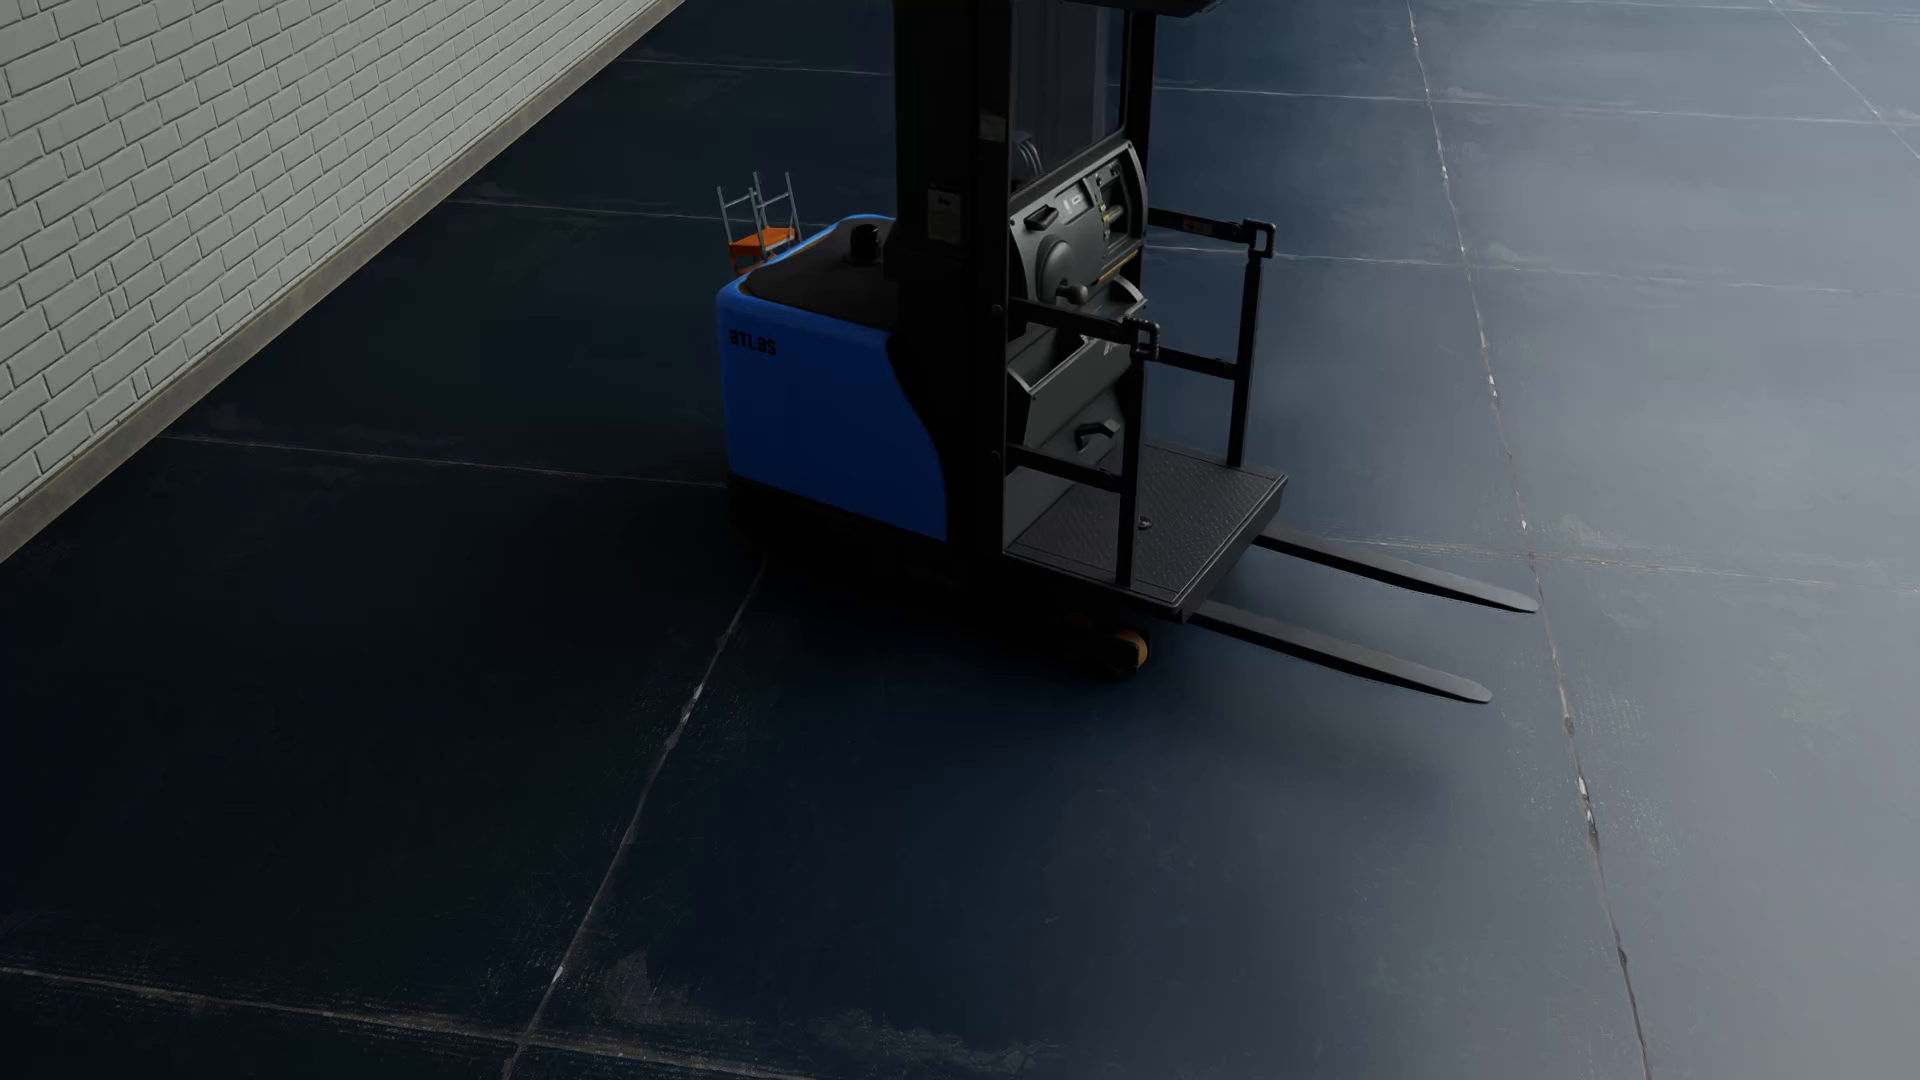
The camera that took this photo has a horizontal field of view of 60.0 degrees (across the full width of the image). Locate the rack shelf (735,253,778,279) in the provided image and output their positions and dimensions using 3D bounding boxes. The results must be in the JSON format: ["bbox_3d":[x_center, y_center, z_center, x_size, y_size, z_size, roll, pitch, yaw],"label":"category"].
[{"bbox_3d":[-0.791,-1.119,7.004,0.180,0.103,0.258,10,32,36],"label":"rack shelf"}]

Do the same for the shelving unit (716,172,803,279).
[{"bbox_3d":[-0.760,-0.944,7.087,0.189,1.200,0.258,10,32,36],"label":"shelving unit"}]

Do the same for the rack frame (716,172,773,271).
[{"bbox_3d":[-0.832,-0.957,7.141,0.006,1.200,0.240,10,32,36],"label":"rack frame"}]

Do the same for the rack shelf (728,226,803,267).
[{"bbox_3d":[-0.810,-1.226,6.953,0.180,0.103,0.258,10,32,36],"label":"rack shelf"}]

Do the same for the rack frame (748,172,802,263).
[{"bbox_3d":[-0.687,-0.931,7.032,0.006,1.200,0.240,10,32,36],"label":"rack frame"}]

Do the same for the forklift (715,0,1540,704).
[{"bbox_3d":[0.598,-1.081,5.688,3.031,2.935,1.130,17,36,26],"label":"forklift"}]
